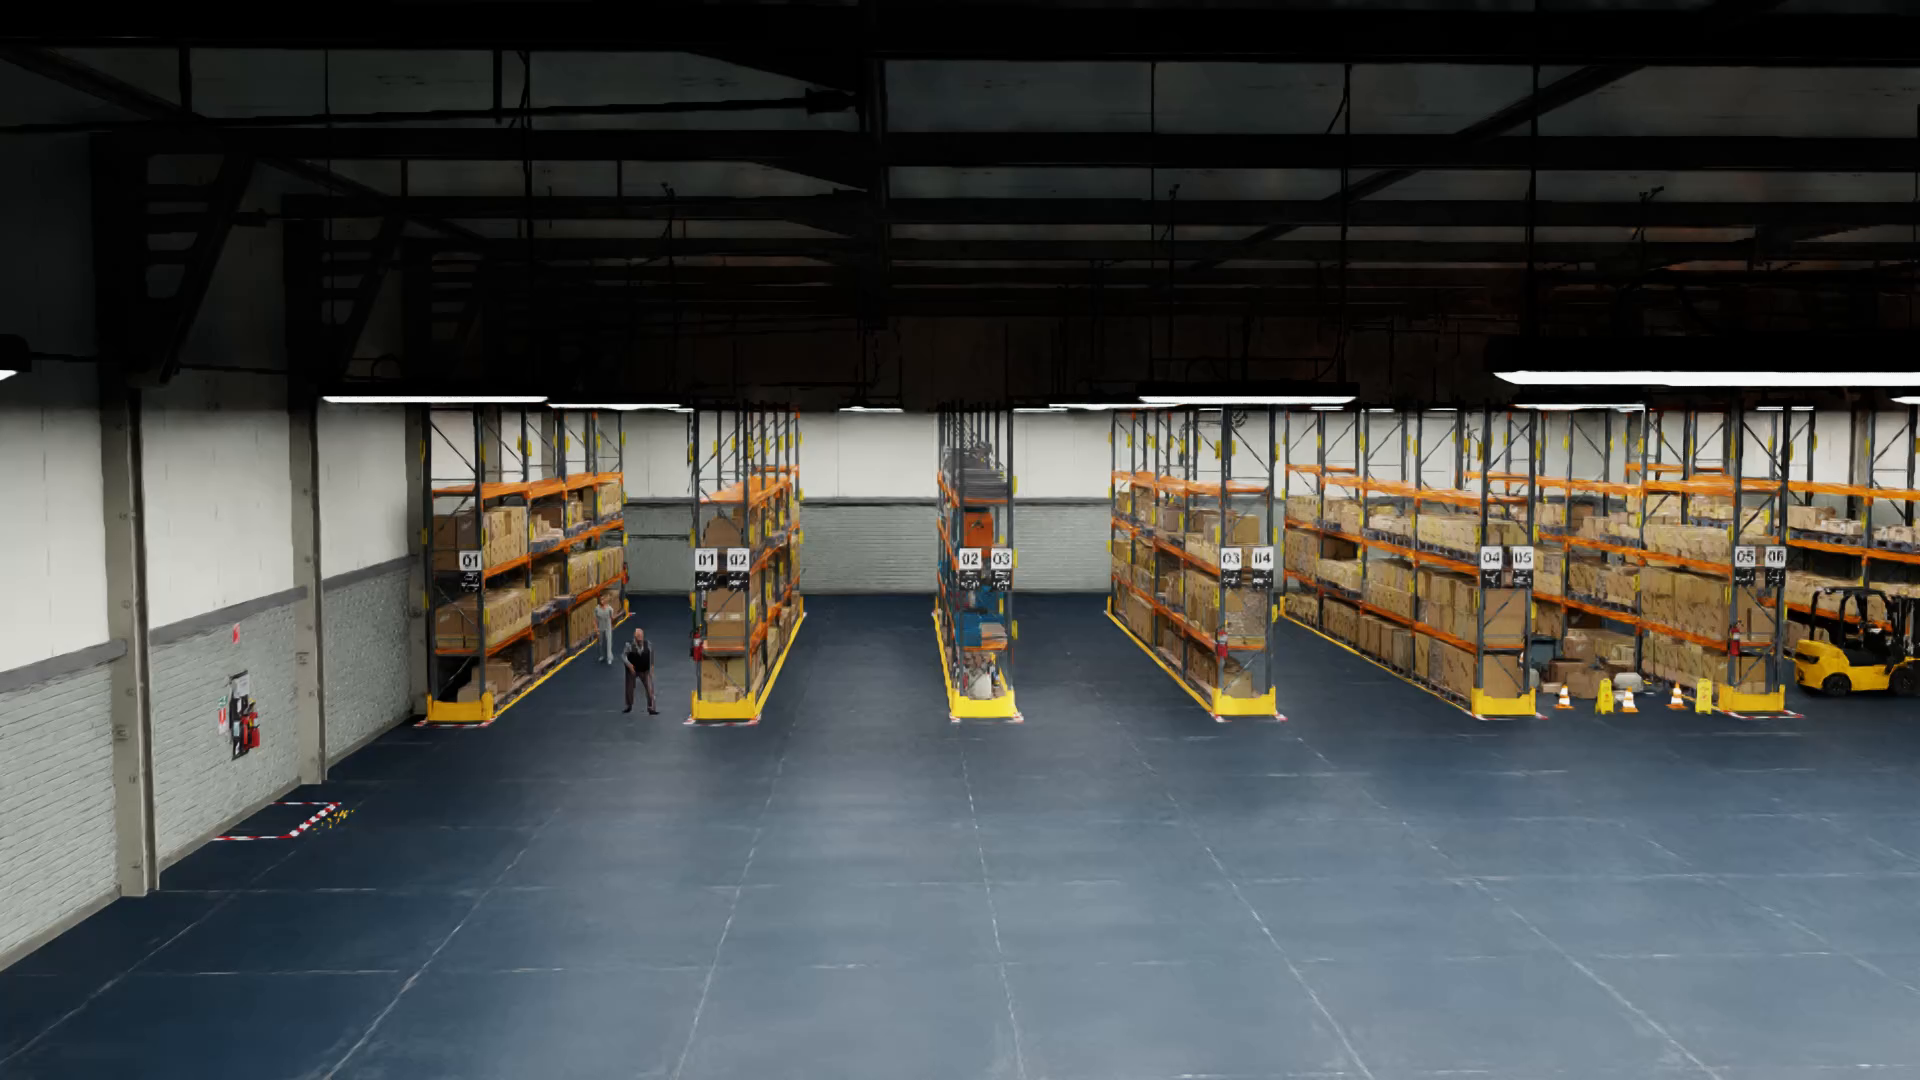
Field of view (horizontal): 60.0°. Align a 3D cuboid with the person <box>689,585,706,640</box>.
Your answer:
[{"bbox_3d":[-6.484,1.685,41.845,0.677,1.742,0.552,0,4,-4],"label":"person"}]

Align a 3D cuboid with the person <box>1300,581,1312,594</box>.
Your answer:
[{"bbox_3d":[10.673,0.988,51.480,0.430,1.637,0.613,-3,5,-34],"label":"person"}]

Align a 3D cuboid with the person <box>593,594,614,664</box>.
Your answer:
[{"bbox_3d":[-8.157,2.022,38.052,0.466,1.588,1.072,-1,4,-11],"label":"person"}]

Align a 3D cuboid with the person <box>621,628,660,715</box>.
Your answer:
[{"bbox_3d":[-6.105,2.488,31.620,0.683,1.662,0.837,-1,5,-18],"label":"person"}]
